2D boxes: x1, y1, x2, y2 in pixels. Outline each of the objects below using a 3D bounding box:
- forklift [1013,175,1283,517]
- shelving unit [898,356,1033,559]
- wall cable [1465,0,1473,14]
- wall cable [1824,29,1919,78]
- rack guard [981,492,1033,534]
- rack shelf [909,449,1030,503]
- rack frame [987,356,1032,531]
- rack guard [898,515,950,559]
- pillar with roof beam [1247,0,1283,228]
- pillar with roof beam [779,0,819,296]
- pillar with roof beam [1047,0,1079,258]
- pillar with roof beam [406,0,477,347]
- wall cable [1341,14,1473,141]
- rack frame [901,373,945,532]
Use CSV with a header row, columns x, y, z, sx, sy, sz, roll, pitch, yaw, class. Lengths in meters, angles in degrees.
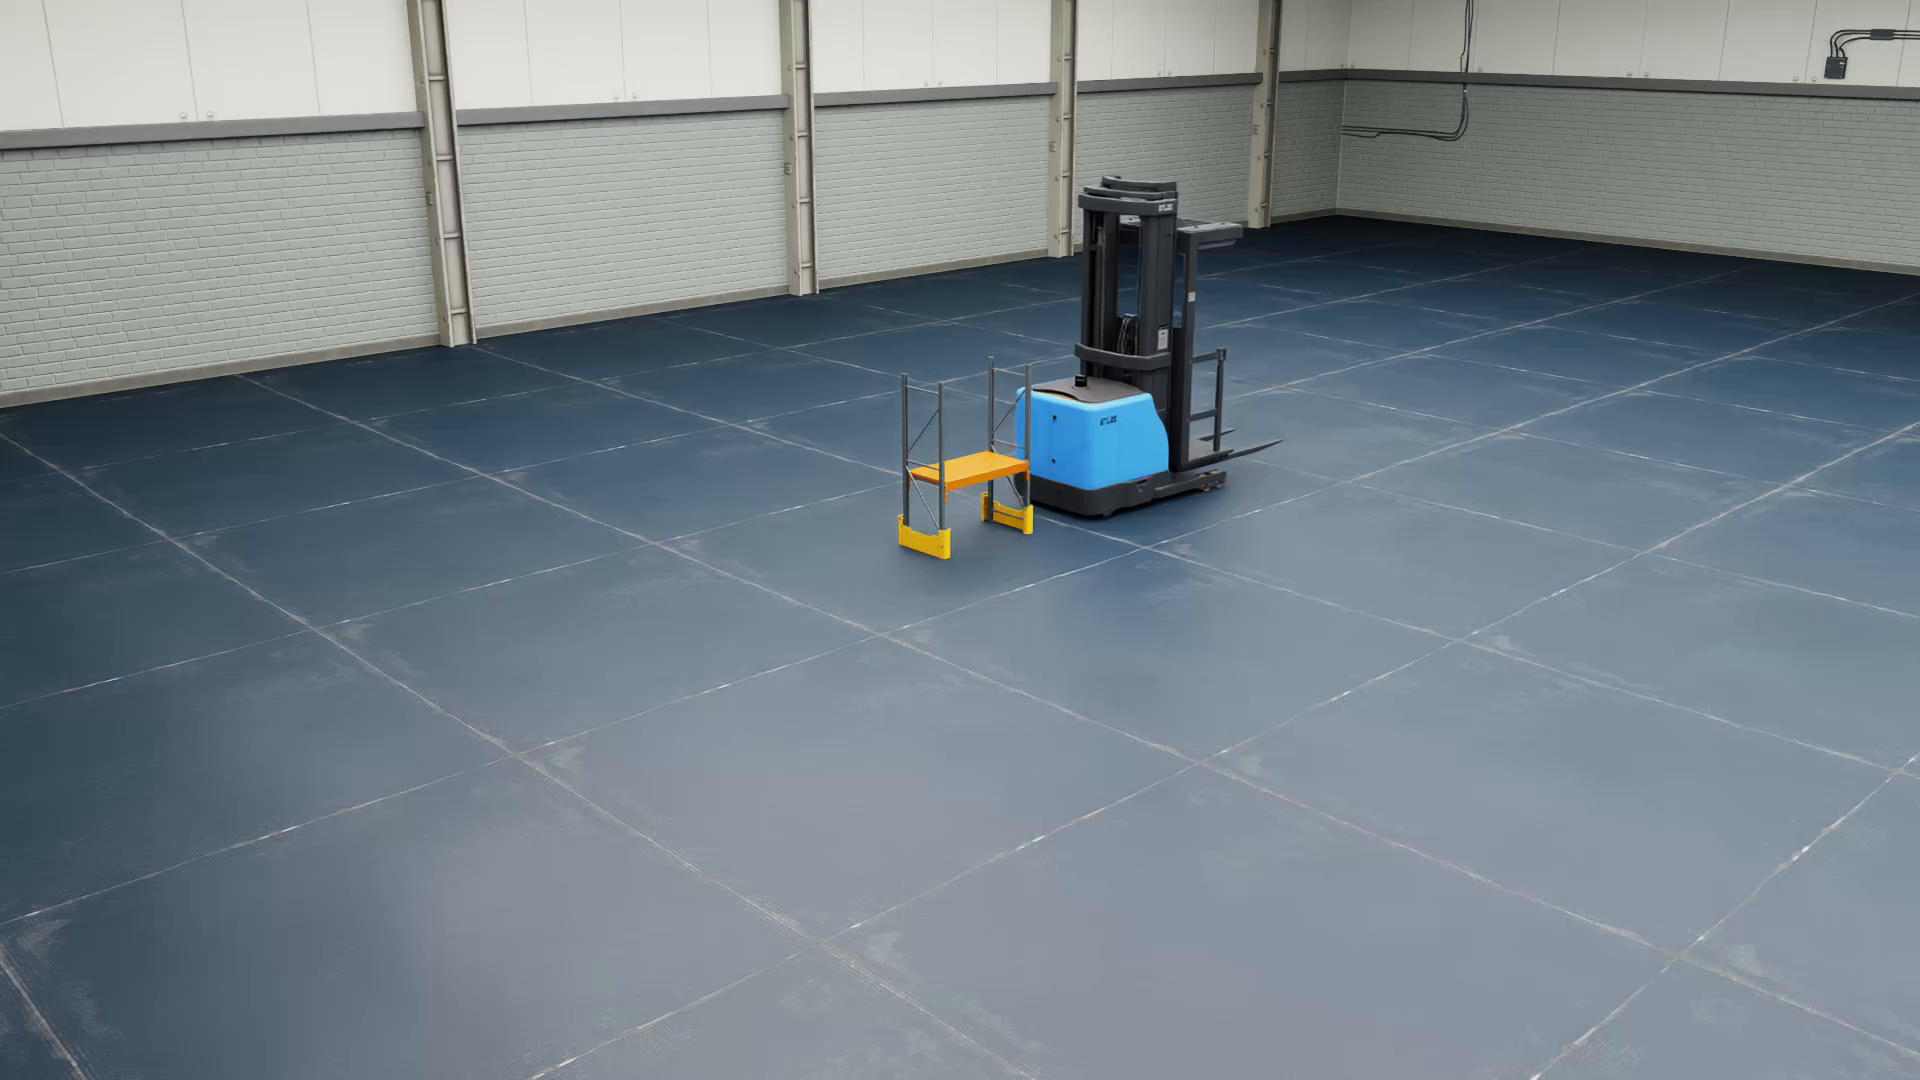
x,y,z,sx,sy,sz,roll,pitch,yaw,class
1.933,-1.963,15.788,3.031,2.935,1.130,-16,24,-40,forklift
0.055,-0.730,14.303,1.083,1.500,0.587,-16,24,-41,shelving unit
11.112,-11.433,32.004,0.112,2.526,3.097,-16,24,-41,wall cable
15.765,-10.601,27.077,0.169,6.003,2.305,-16,24,-41,wall cable
0.417,-0.241,14.821,0.087,0.250,0.587,-16,24,-41,rack guard
0.062,-0.560,14.365,1.000,0.185,0.538,-16,24,-41,rack shelf
0.431,-0.839,14.641,0.032,1.500,0.500,-16,24,-41,rack frame
-0.306,-0.030,14.170,0.087,0.250,0.587,-16,24,-41,rack guard
9.162,-9.822,30.187,0.400,9.000,9.100,-16,24,-41,pillar with roof beam
0.443,-7.279,22.344,0.400,9.000,9.100,-16,24,-41,pillar with roof beam
4.803,-8.550,26.265,0.400,9.000,9.100,-16,24,-41,pillar with roof beam
-3.917,-6.007,18.423,0.400,9.000,9.100,-16,24,-41,pillar with roof beam
9.254,-9.637,34.652,0.112,2.526,3.097,-16,24,-41,wall cable
-0.307,-0.624,13.977,0.032,1.500,0.500,-16,24,-41,rack frame
